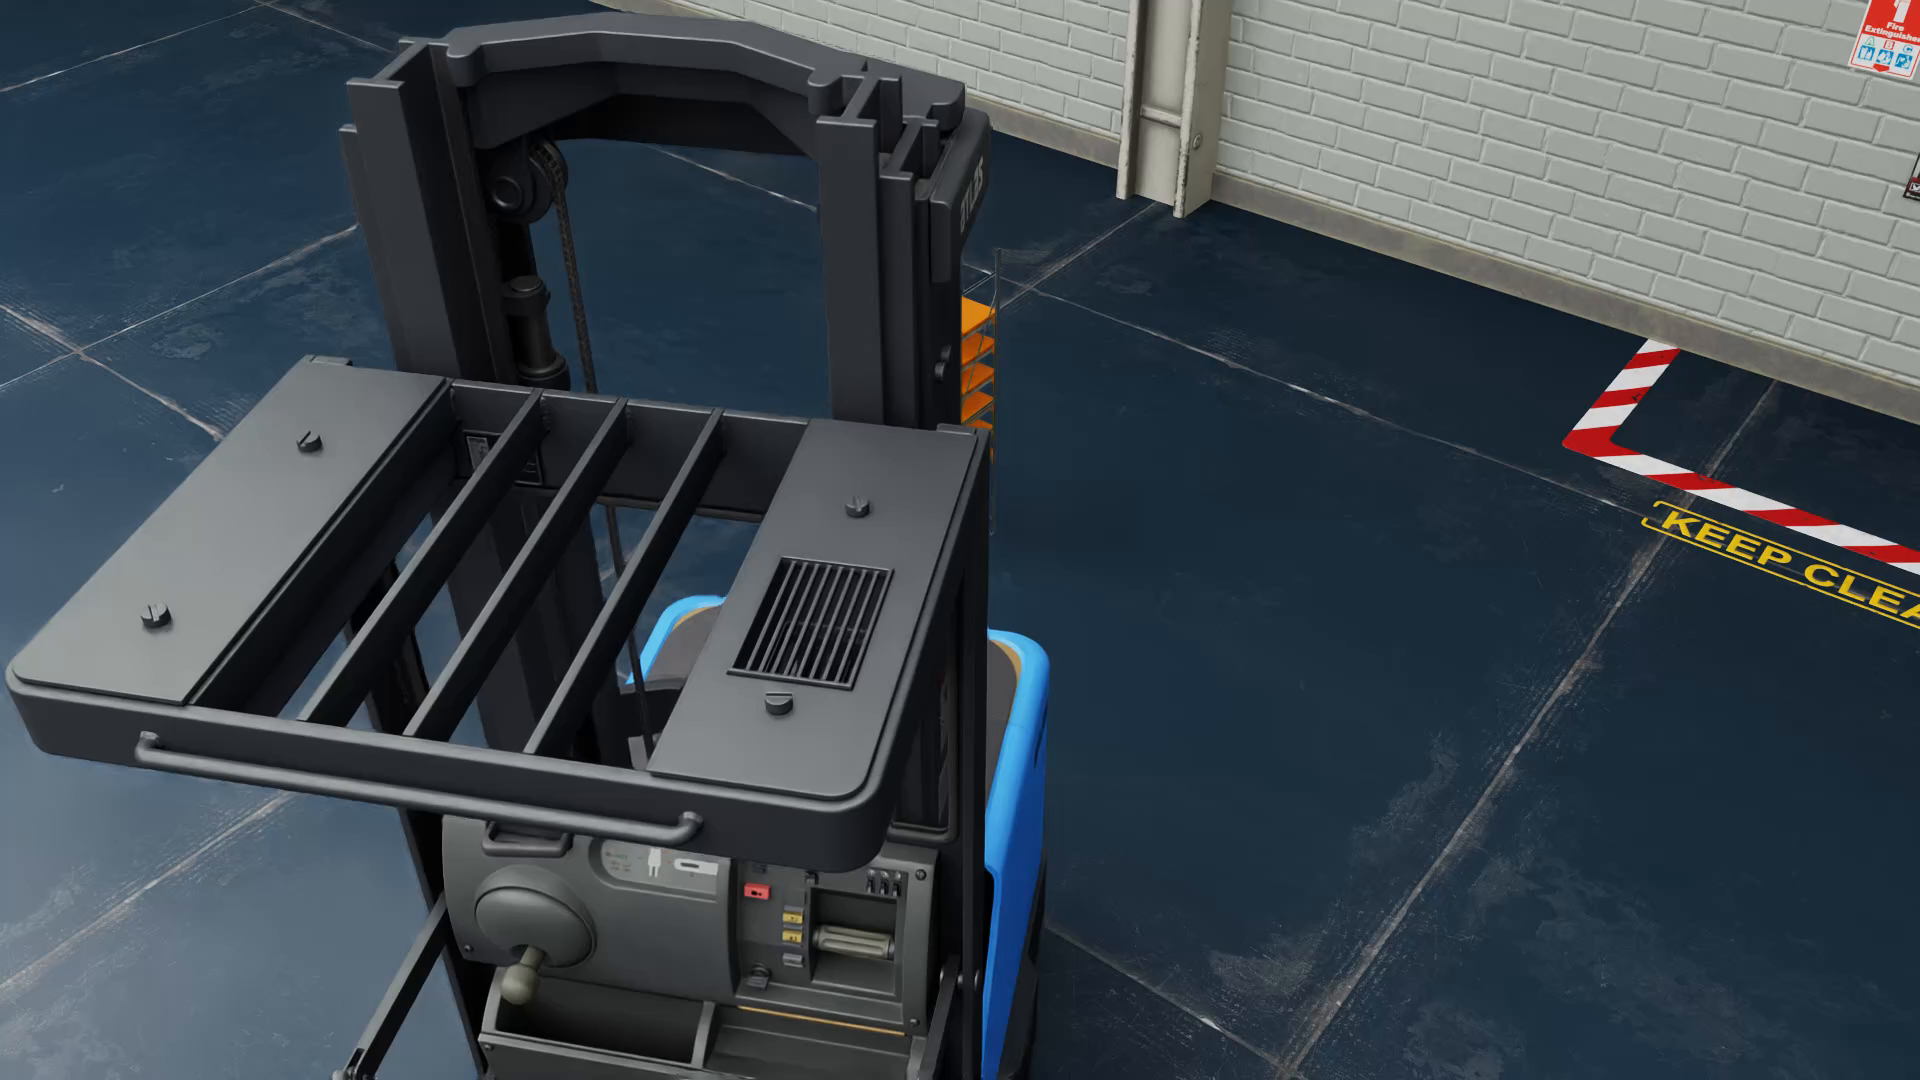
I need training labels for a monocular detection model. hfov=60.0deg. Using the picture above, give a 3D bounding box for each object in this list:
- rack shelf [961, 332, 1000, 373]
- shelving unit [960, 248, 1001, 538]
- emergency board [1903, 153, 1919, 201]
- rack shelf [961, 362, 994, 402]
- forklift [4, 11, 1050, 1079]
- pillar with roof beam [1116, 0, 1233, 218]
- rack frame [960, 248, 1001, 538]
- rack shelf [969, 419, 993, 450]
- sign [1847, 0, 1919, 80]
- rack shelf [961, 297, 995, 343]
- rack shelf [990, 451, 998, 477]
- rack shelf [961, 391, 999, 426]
[{"bbox_3d":[-0.012,-0.632,5.766,0.180,0.103,0.258,25,45,29],"label":"rack shelf"},{"bbox_3d":[-0.012,-0.478,5.887,0.189,1.200,0.258,25,45,29],"label":"shelving unit"},{"bbox_3d":[3.875,-1.645,5.917,0.626,1.169,0.157,25,45,29],"label":"emergency board"},{"bbox_3d":[-0.011,-0.537,5.840,0.180,0.103,0.258,25,45,29],"label":"rack shelf"},{"bbox_3d":[-0.545,0.767,2.893,1.130,2.935,3.031,7,39,9],"label":"forklift"},{"bbox_3d":[-1.571,-3.189,3.024,0.400,9.000,9.100,25,45,29],"label":"pillar with roof beam"},{"bbox_3d":[0.061,-0.444,5.843,0.006,1.200,0.240,25,45,29],"label":"rack frame"},{"bbox_3d":[-0.011,-0.348,5.988,0.180,0.103,0.258,25,45,29],"label":"rack shelf"},{"bbox_3d":[3.494,-1.904,6.220,0.234,0.329,0.001,25,45,29],"label":"sign"},{"bbox_3d":[-0.012,-0.726,5.692,0.180,0.103,0.258,25,45,29],"label":"rack shelf"},{"bbox_3d":[-0.011,-0.254,6.062,0.180,0.103,0.258,25,45,29],"label":"rack shelf"},{"bbox_3d":[-0.011,-0.443,5.914,0.180,0.103,0.258,25,45,29],"label":"rack shelf"}]
